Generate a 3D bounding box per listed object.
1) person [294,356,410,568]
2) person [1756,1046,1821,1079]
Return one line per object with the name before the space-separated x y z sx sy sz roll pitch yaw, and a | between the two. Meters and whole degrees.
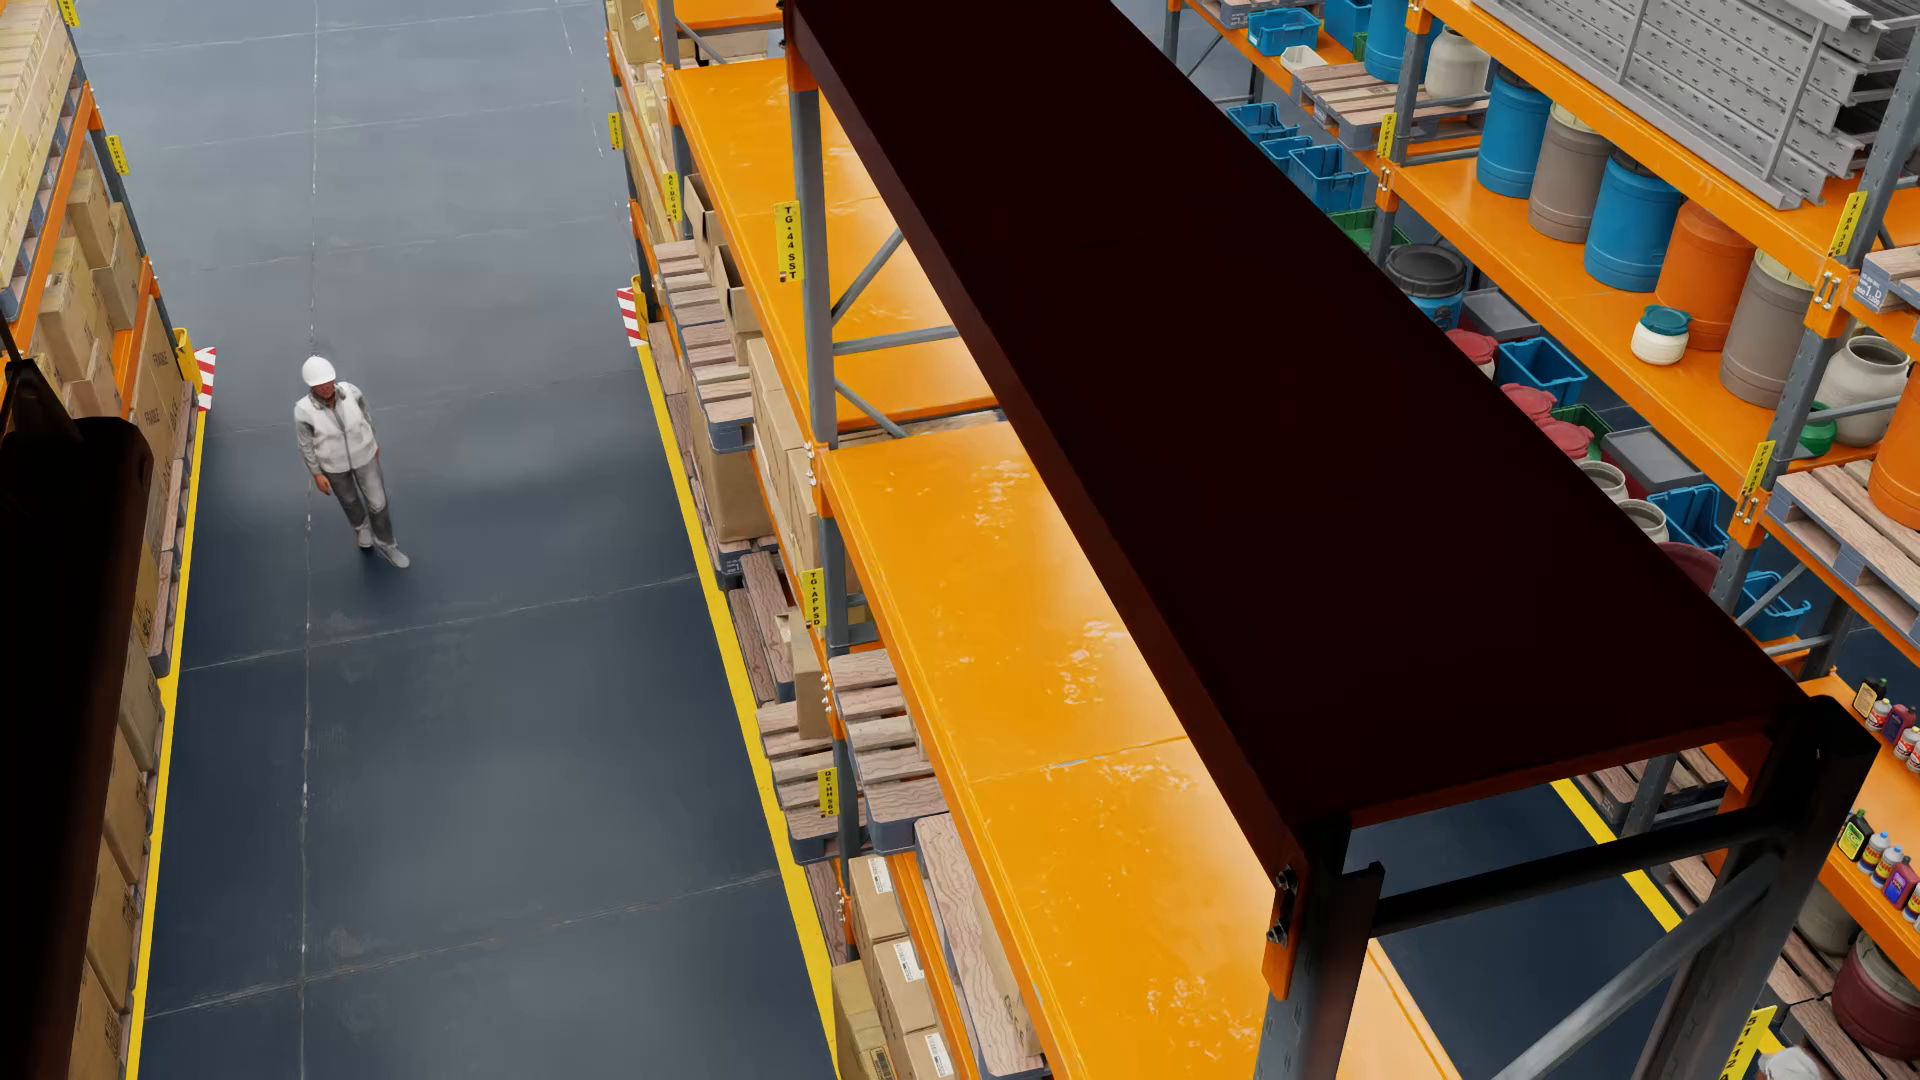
person | -4.517 -0.586 12.181 0.544 1.814 0.624 -17 41 -20
person | 3.634 2.919 7.797 0.517 1.632 1.033 -12 40 -15
